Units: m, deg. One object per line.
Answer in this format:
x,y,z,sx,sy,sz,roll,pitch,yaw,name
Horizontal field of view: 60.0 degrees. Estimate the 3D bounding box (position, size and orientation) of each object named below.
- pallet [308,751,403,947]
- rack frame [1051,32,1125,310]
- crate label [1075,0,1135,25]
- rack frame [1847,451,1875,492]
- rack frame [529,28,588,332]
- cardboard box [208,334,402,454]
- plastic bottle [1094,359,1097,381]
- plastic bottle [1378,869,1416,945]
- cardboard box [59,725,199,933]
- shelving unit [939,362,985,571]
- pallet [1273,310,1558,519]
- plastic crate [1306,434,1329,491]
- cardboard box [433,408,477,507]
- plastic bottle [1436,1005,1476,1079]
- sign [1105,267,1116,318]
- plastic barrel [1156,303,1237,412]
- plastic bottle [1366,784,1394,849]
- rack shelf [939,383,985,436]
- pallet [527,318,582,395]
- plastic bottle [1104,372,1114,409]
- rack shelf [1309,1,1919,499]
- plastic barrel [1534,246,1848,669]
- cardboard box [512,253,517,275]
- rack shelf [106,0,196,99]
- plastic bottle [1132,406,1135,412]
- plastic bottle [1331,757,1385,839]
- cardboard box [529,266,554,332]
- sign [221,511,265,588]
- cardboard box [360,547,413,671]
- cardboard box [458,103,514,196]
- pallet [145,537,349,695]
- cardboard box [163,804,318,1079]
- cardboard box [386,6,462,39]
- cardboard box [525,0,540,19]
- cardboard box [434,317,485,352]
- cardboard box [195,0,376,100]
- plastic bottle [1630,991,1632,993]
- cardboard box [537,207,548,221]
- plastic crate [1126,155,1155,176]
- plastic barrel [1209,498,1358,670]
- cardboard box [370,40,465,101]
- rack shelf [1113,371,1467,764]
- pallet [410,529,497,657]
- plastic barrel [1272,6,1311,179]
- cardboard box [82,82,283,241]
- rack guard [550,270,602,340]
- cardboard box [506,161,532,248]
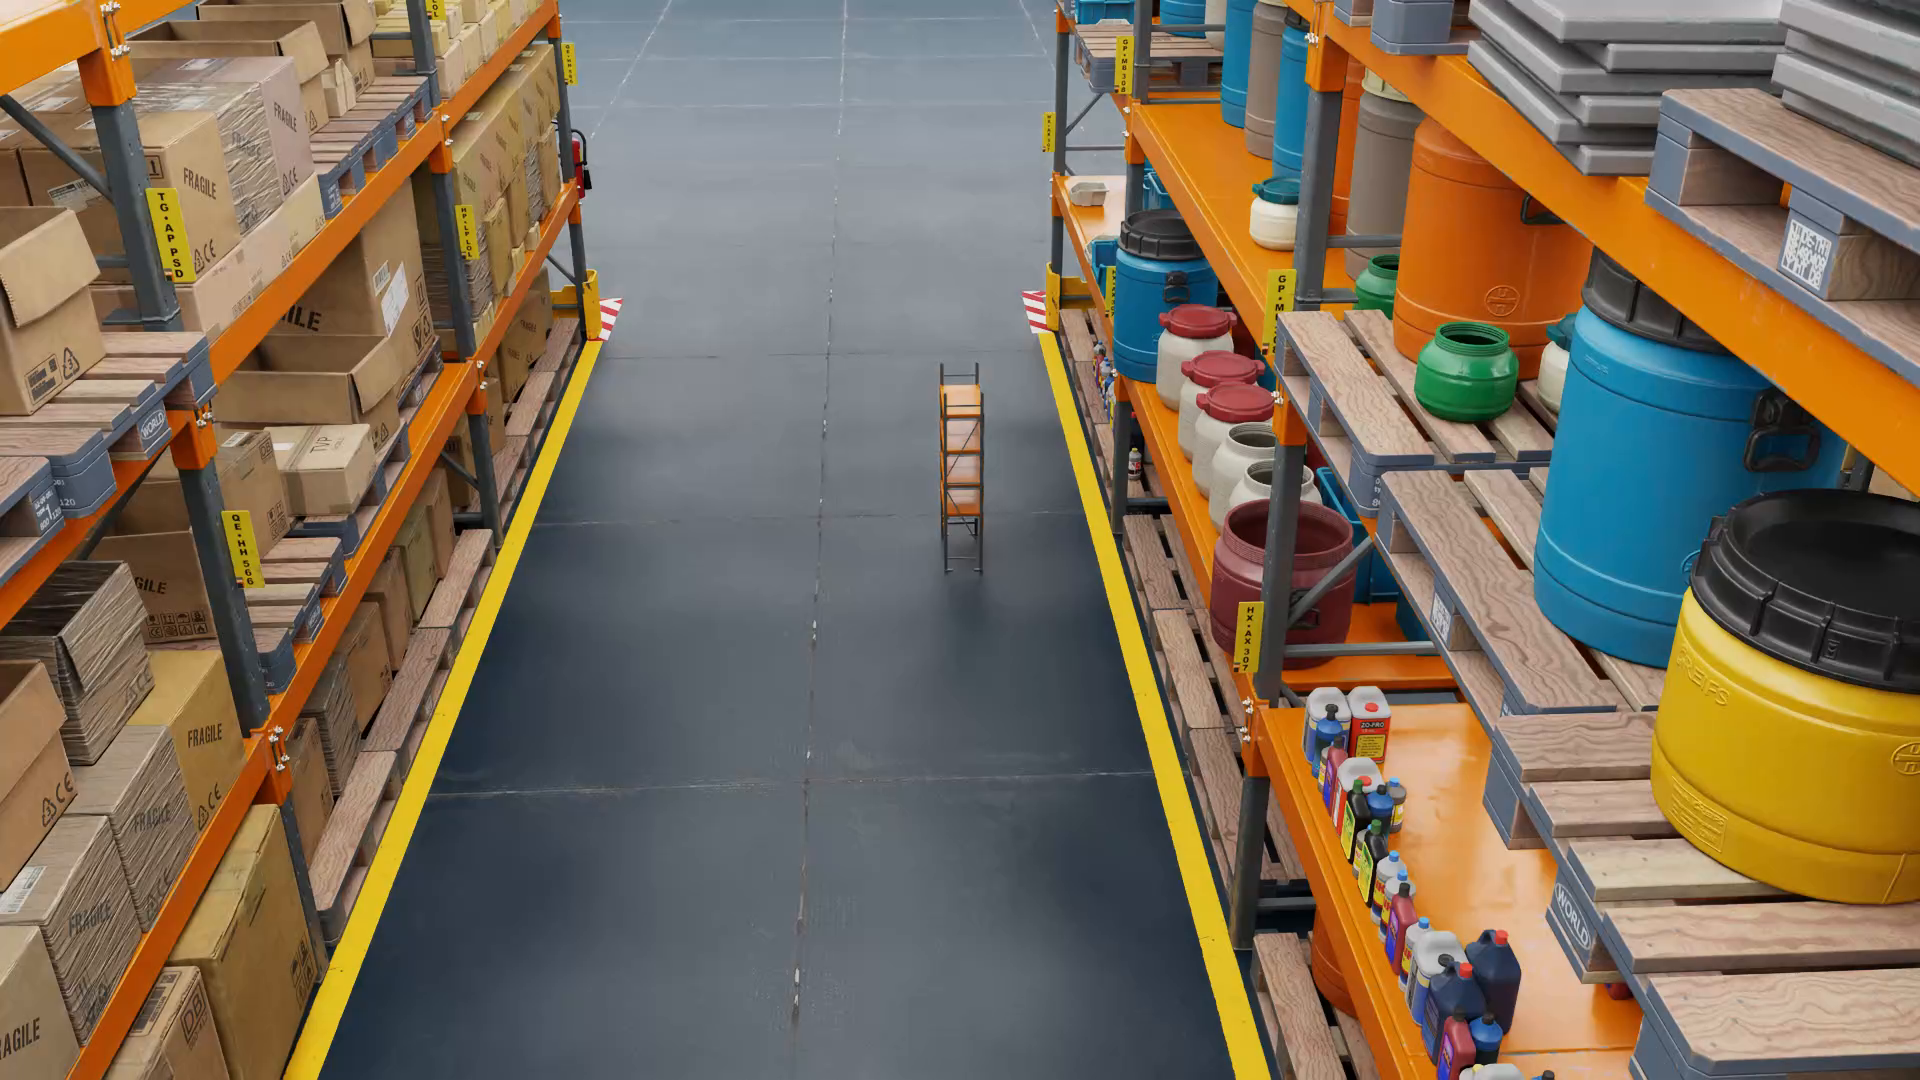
-3.284,1.441,7.821,1.003,0.211,1.213,-1,28,-3,pallet
1.284,-3.248,13.797,1.000,3.000,0.127,-1,28,-3,rack frame
1.051,-3.640,11.465,0.502,0.251,0.408,-1,28,-3,crate label
6.439,-1.519,10.481,1.000,3.000,0.127,-1,28,-3,rack frame
-3.663,-3.129,13.567,1.000,3.000,0.127,-1,28,-3,rack frame
-3.271,-0.715,8.374,0.797,0.503,0.637,1,28,3,cardboard box
1.072,-1.310,12.630,0.097,0.201,0.097,0,28,0,plastic bottle
1.428,1.192,5.422,0.097,0.271,0.097,0,28,0,plastic bottle
-2.952,0.974,5.593,0.500,0.500,0.500,-2,28,-3,cardboard box
0.009,-0.456,10.388,0.258,1.200,0.503,-1,28,-3,shelving unit
1.643,-0.444,5.381,1.003,0.211,1.213,-1,28,-3,pallet
1.922,-0.336,8.143,0.402,0.464,0.583,-1,28,-3,plastic crate
-3.435,-0.545,10.862,0.500,0.500,0.500,-2,28,-4,cardboard box
1.444,1.494,4.830,0.061,0.283,0.133,-1,28,-3,plastic bottle
0.942,-1.516,10.175,0.100,0.325,0.005,-1,28,-3,sign
1.323,-1.014,9.366,0.433,0.535,0.433,0,28,0,plastic barrel
1.465,0.977,5.834,0.097,0.271,0.097,0,28,0,plastic bottle
0.009,-0.804,10.206,0.258,0.148,0.480,-1,28,-3,rack shelf
-3.652,-1.481,13.424,1.003,0.211,1.213,-1,28,-3,pallet
1.101,-1.091,12.134,0.097,0.271,0.097,0,28,0,plastic bottle
1.806,-0.794,3.814,1.077,0.370,4.000,-1,28,-3,rack shelf
1.668,-0.230,3.769,0.600,0.901,0.708,-1,28,-3,plastic barrel
-3.255,-1.853,11.394,0.380,0.149,0.250,-1,28,-3,cardboard box
-3.349,-2.521,7.126,1.077,0.370,4.000,-1,28,-3,rack shelf
1.161,-0.801,11.492,0.144,0.351,0.185,-3,28,-5,plastic bottle
1.425,0.922,5.934,0.152,0.276,0.135,-1,28,-3,plastic bottle
-3.647,-1.918,13.495,0.500,0.500,0.500,4,28,7,cardboard box
-2.691,0.037,6.245,0.100,0.325,0.005,-1,28,-3,sign
-3.408,0.395,9.039,0.700,0.500,0.500,-4,28,-7,cardboard box
-3.277,-2.577,10.998,0.500,0.500,0.500,-1,28,-3,cardboard box
-3.389,0.324,7.154,1.213,0.211,1.003,-1,28,-3,pallet
-3.230,1.641,6.266,1.225,0.875,0.875,-3,28,-5,cardboard box
-3.238,-3.127,10.051,0.380,0.149,0.250,-1,28,-2,cardboard box
-3.355,-3.945,12.051,0.500,0.250,0.500,-1,28,-2,cardboard box
-3.165,-1.277,10.288,0.380,0.149,0.250,-1,28,-3,cardboard box
-3.528,-2.624,8.790,0.797,0.503,0.637,-3,28,-5,cardboard box
2.175,1.247,5.231,0.144,0.351,0.185,-1,28,-3,plastic bottle
-3.367,-2.545,12.720,0.380,0.149,0.250,-1,28,-3,cardboard box
1.608,-2.958,13.402,0.499,0.251,0.616,-1,28,-3,plastic crate
1.374,0.179,7.078,0.600,0.536,0.708,-1,28,-3,plastic barrel
-3.222,-2.759,9.777,0.500,0.250,0.500,-2,28,-5,cardboard box
1.597,-0.158,8.650,1.077,0.370,4.000,-1,28,-3,rack shelf
-3.412,0.314,9.981,1.003,0.211,1.213,-1,28,-3,pallet
1.804,-2.120,7.847,0.600,0.901,0.708,-1,28,-3,plastic barrel
-3.035,-1.488,6.529,0.500,0.500,0.500,-1,28,-2,cardboard box
-3.659,-1.985,14.078,1.175,0.500,0.348,-1,28,-3,rack guard
-3.518,-2.359,11.662,0.875,0.500,0.500,-1,28,-3,cardboard box
